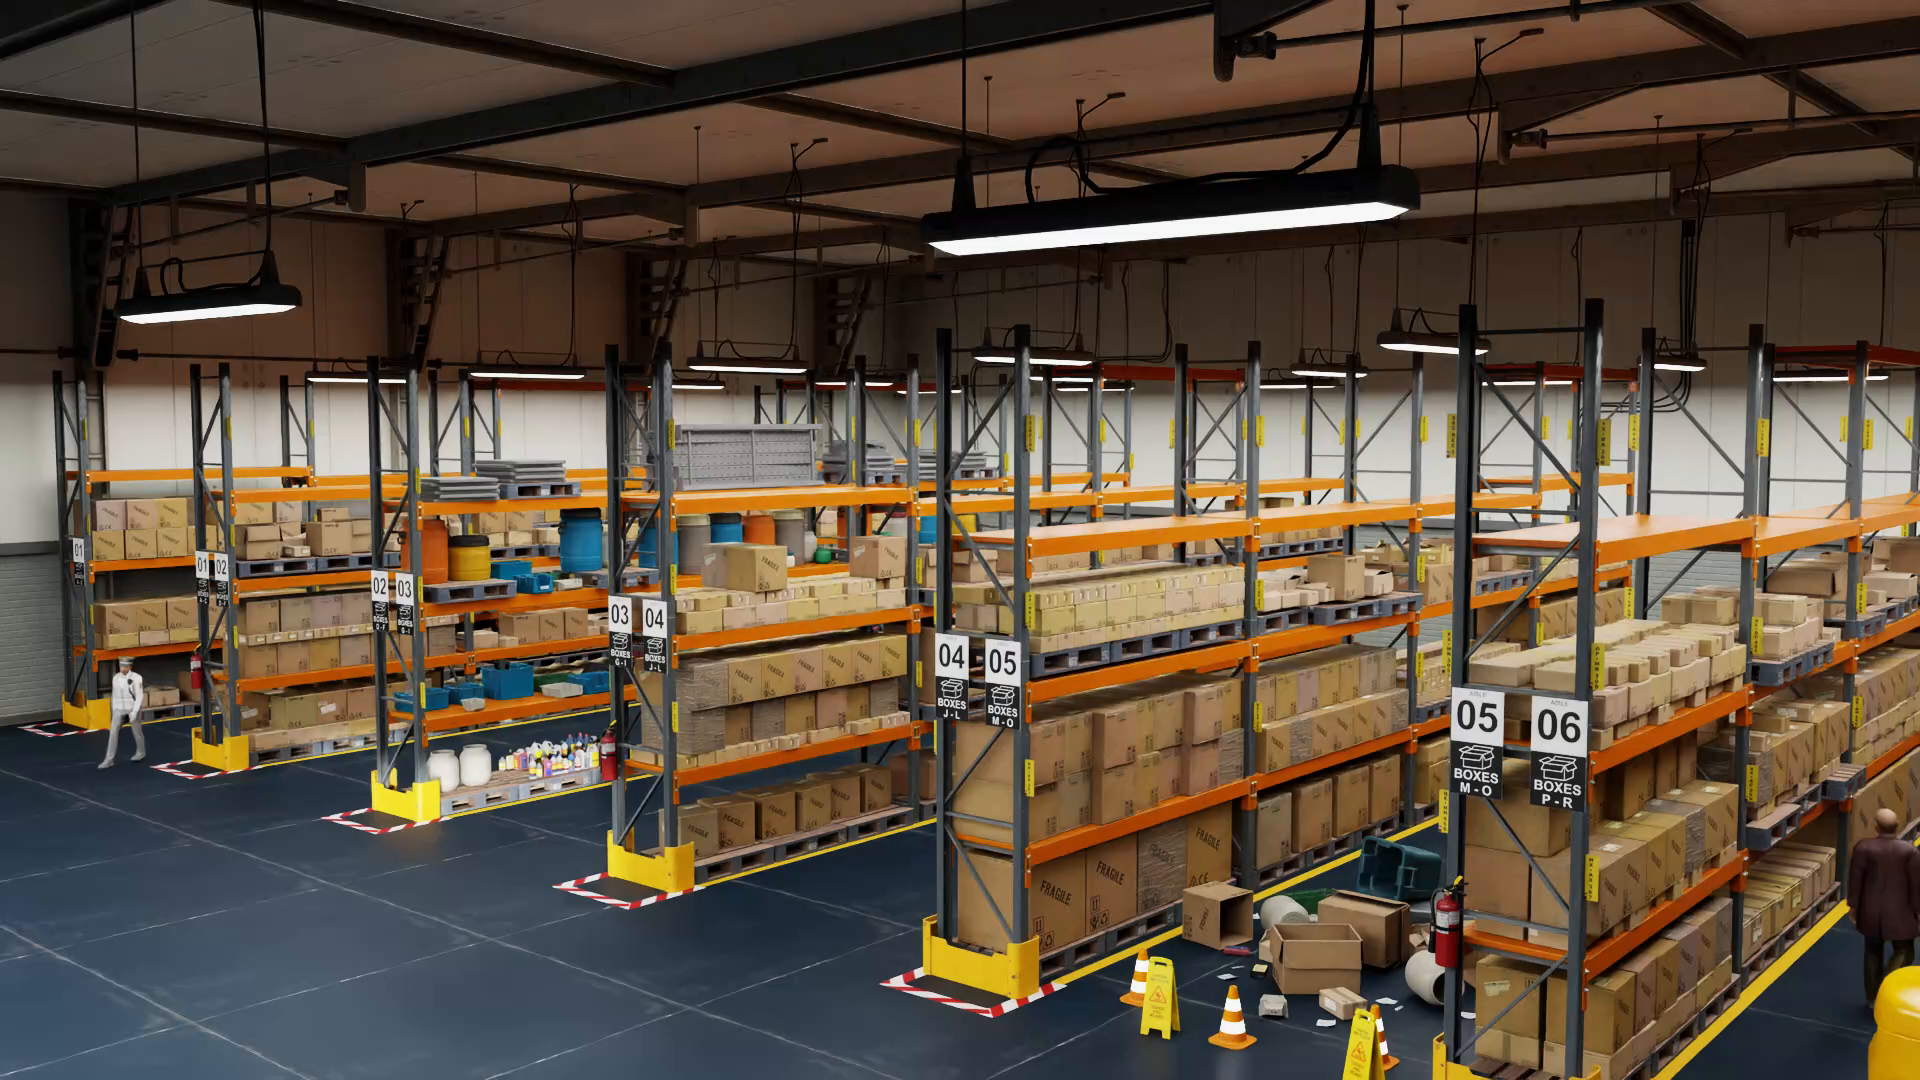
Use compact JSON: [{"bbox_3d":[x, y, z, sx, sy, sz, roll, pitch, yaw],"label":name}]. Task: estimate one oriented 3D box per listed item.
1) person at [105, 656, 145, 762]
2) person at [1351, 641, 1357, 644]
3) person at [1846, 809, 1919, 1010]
[{"bbox_3d":[-12.497,2.509,24.926,0.437,1.560,0.738,0,4,-7],"label":"person"},{"bbox_3d":[6.425,2.380,27.237,0.379,1.488,0.826,3,5,38],"label":"person"},{"bbox_3d":[8.072,3.233,14.521,0.588,1.776,0.605,4,5,41],"label":"person"}]
